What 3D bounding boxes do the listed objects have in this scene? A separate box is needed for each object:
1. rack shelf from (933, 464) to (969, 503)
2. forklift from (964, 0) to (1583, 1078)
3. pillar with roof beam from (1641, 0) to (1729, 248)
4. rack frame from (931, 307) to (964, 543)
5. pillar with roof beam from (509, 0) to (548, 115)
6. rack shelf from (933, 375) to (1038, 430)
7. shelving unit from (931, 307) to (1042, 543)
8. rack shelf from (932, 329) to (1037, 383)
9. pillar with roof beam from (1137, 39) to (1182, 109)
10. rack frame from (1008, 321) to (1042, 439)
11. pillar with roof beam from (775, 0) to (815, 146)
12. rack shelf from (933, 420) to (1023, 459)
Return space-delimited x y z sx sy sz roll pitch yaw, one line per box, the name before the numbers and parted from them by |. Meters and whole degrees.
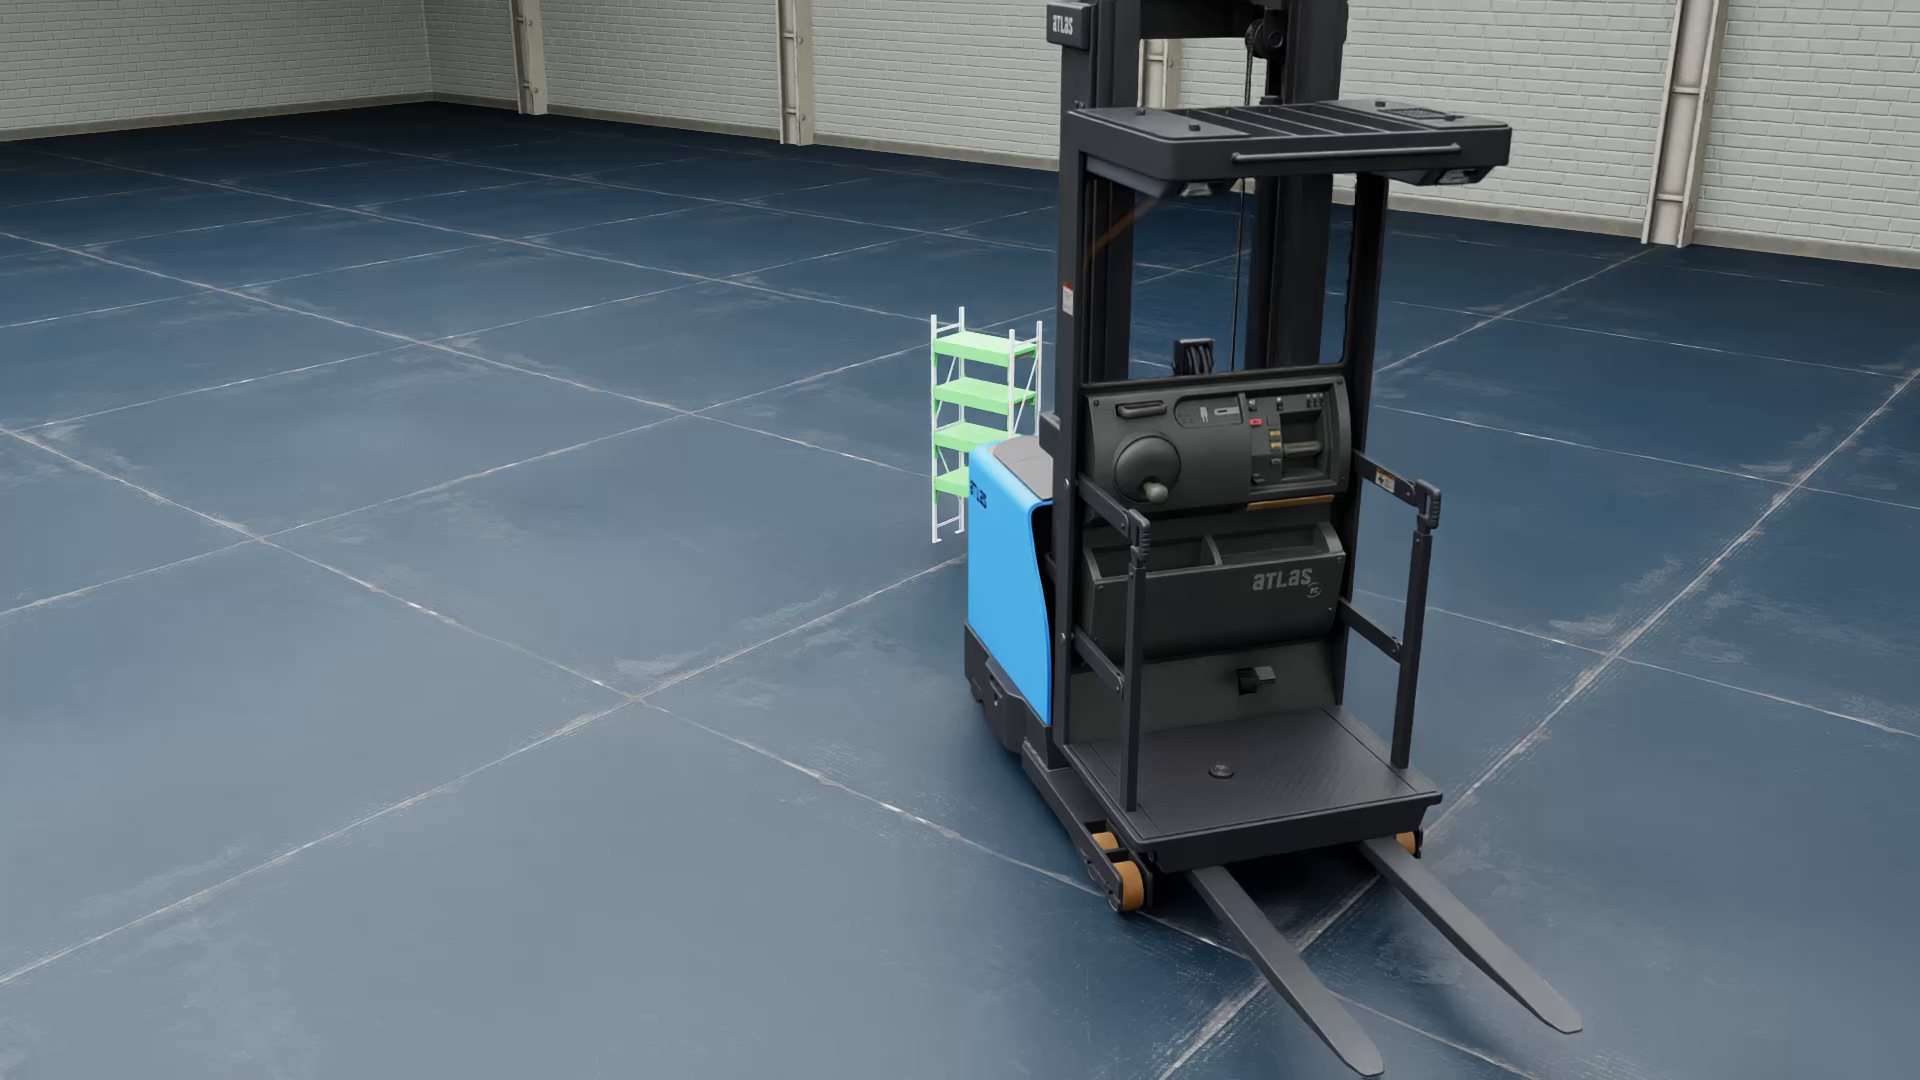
rack shelf | 0.128 -0.240 8.466 0.480 0.148 0.258 16 26 36
forklift | 0.935 -0.311 5.339 1.130 2.935 3.031 -6 22 -16
pillar with roof beam | 4.273 -5.976 11.761 0.400 9.000 9.100 16 26 36
rack frame | -0.061 -0.579 8.503 0.015 1.200 0.240 16 26 36
pillar with roof beam | -9.672 -9.992 22.410 0.400 9.000 9.100 16 26 36
rack shelf | 0.128 -0.689 8.296 0.480 0.148 0.258 16 26 36
shelving unit | 0.128 -0.524 8.359 0.503 1.200 0.258 16 26 36
rack shelf | 0.128 -0.914 8.212 0.480 0.148 0.258 16 26 36
pillar with roof beam | -0.376 -7.314 15.311 0.400 9.000 9.100 16 26 36
rack frame | 0.317 -0.470 8.214 0.015 1.200 0.240 16 26 36
pillar with roof beam | -5.024 -8.653 18.861 0.400 9.000 9.100 16 26 36
rack shelf | 0.128 -0.465 8.381 0.480 0.148 0.258 16 26 36
